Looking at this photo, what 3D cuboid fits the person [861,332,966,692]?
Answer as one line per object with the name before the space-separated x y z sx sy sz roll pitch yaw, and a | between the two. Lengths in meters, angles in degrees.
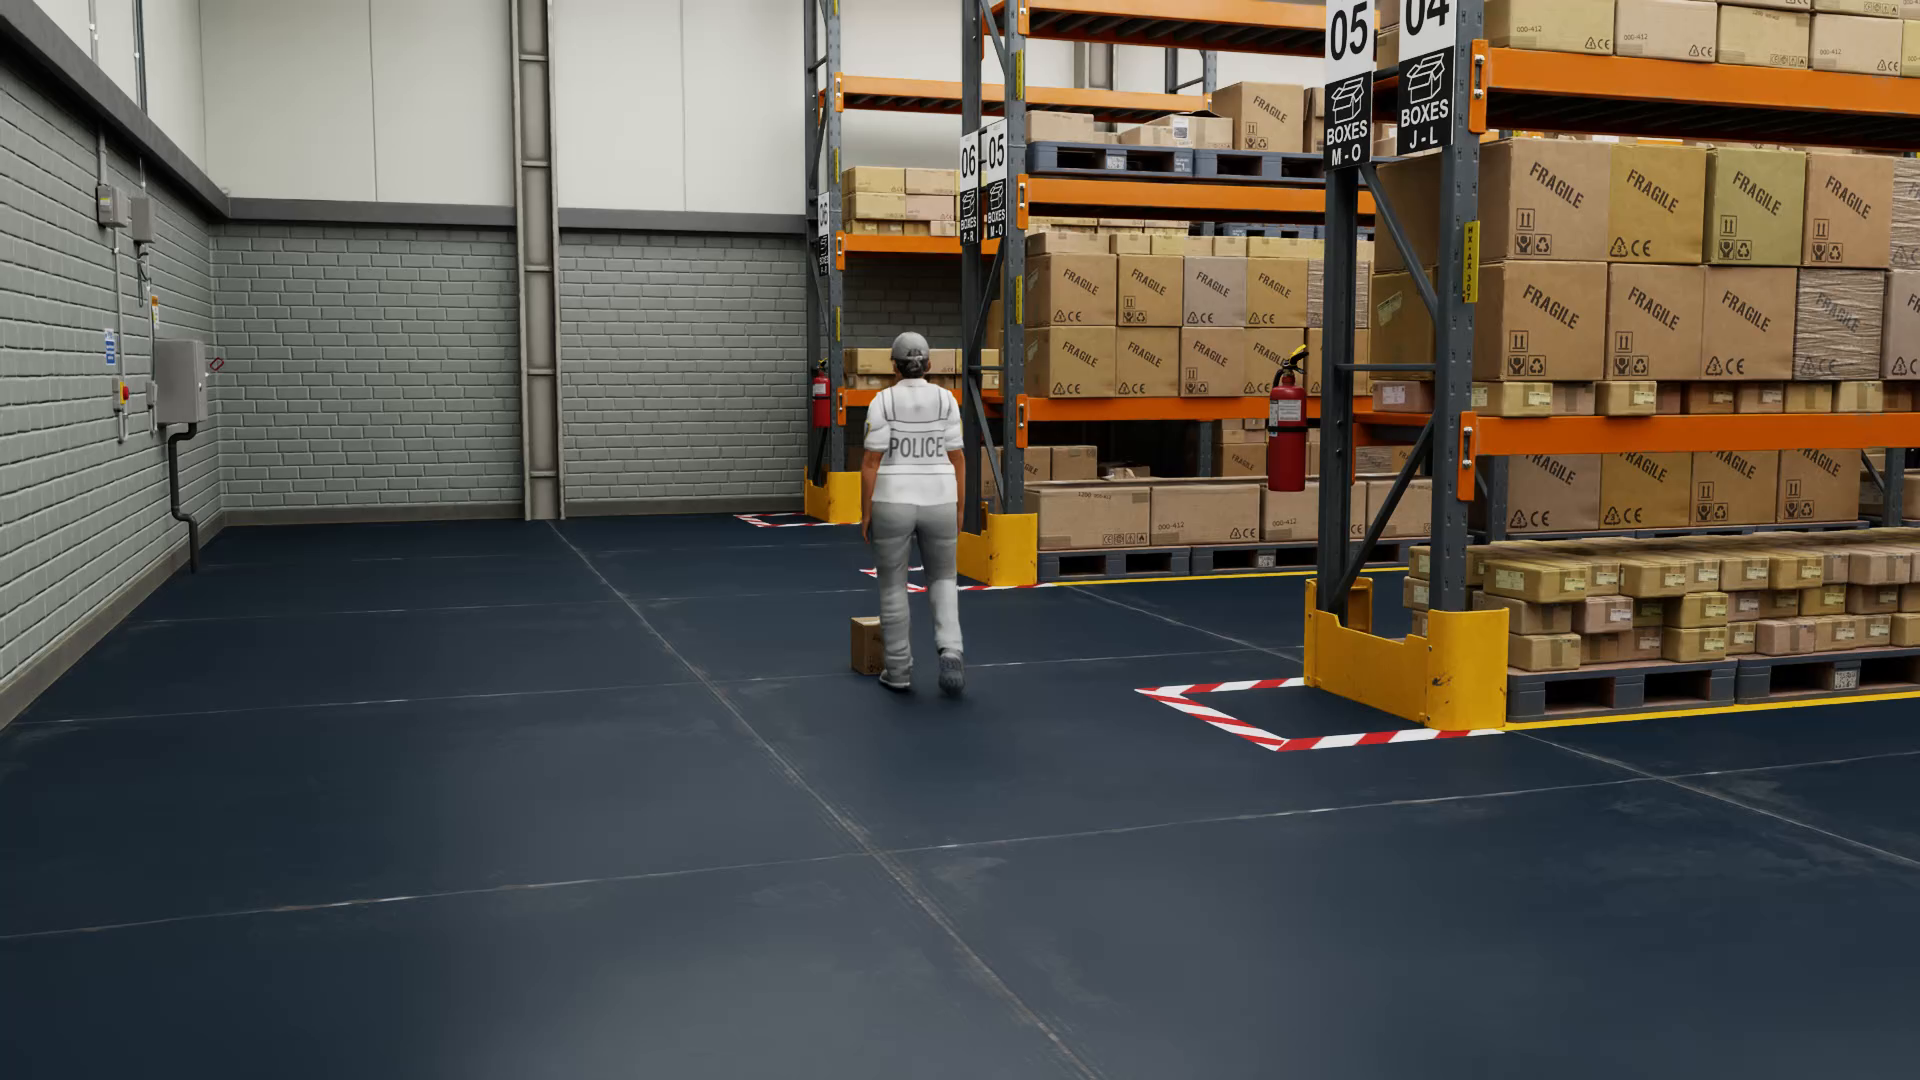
person | -0.219 -0.123 7.725 0.493 1.677 0.535 -1 6 -13
